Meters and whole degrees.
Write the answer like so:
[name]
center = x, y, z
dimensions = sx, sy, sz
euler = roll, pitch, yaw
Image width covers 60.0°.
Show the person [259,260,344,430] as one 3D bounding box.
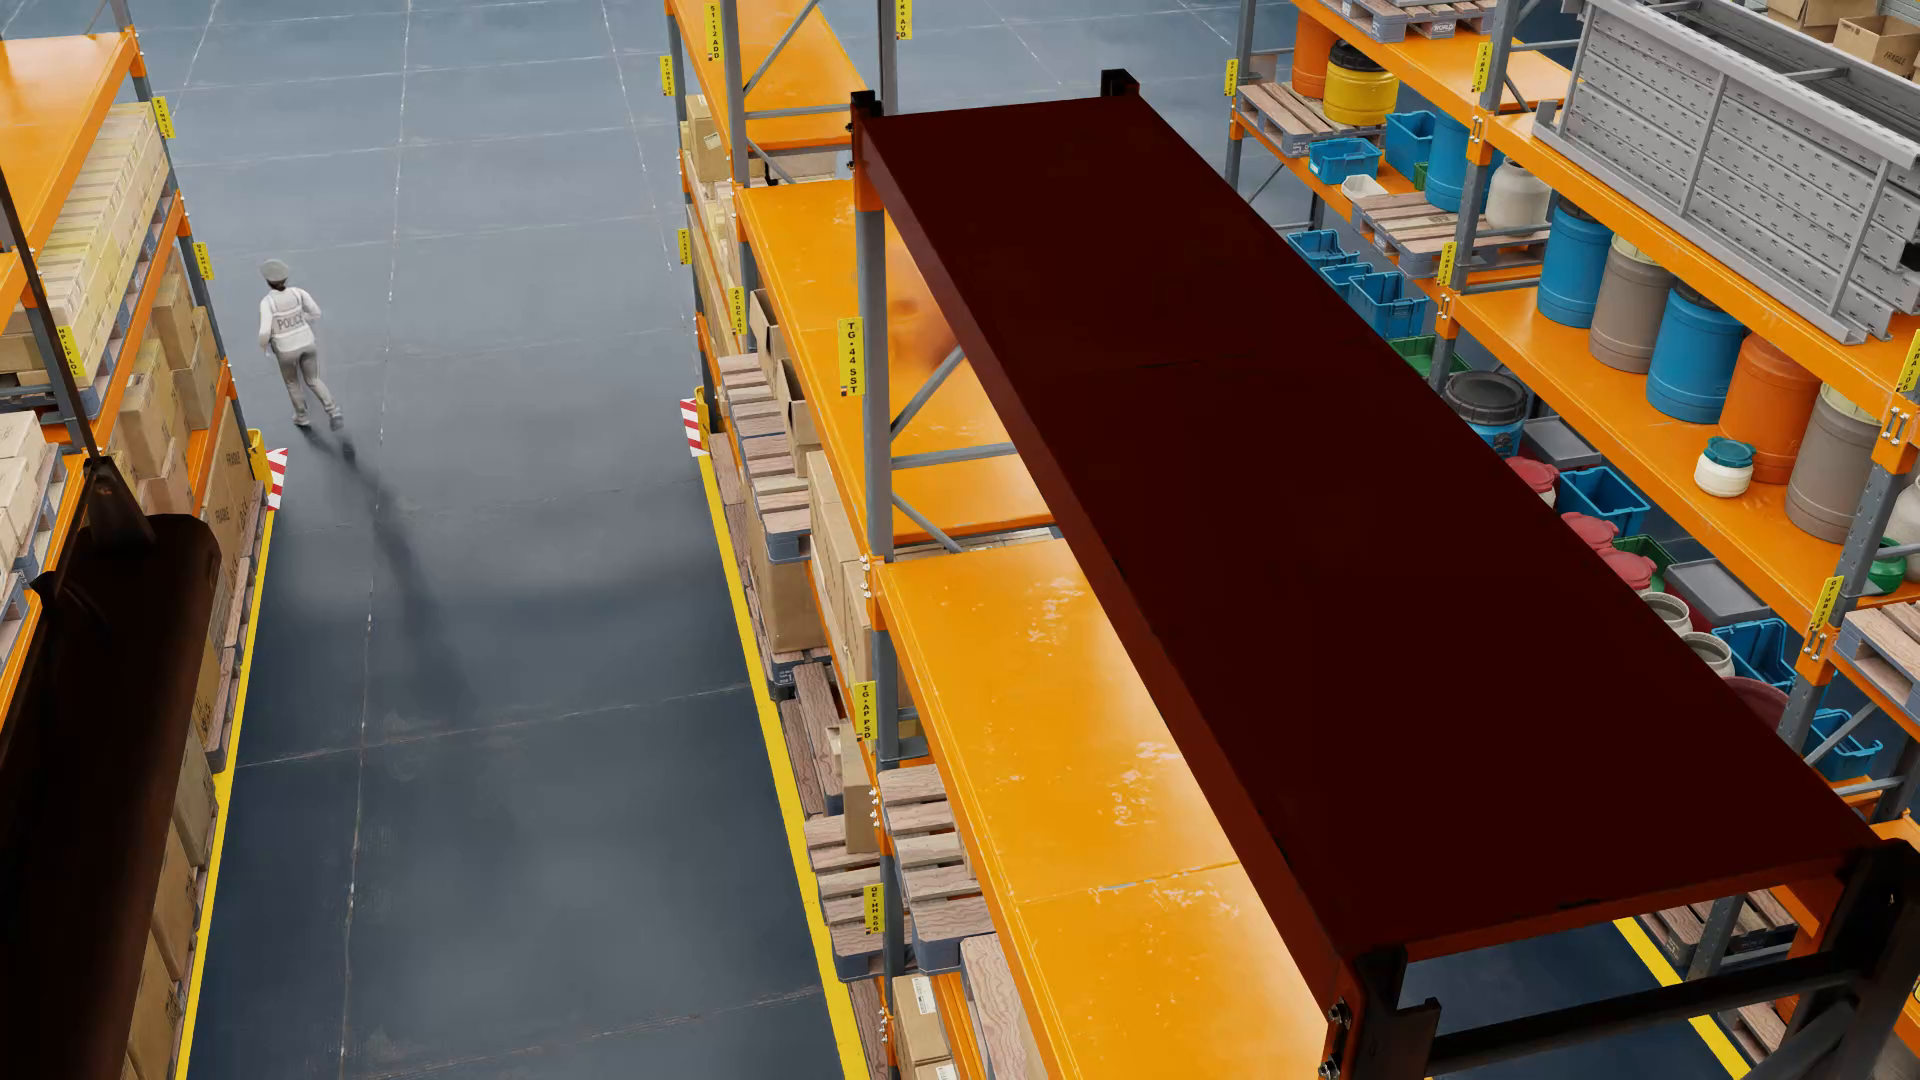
[person]
center = -6.030, -1.716, 15.118
dimensions = 0.802, 1.699, 0.656
euler = 24, 41, 31
